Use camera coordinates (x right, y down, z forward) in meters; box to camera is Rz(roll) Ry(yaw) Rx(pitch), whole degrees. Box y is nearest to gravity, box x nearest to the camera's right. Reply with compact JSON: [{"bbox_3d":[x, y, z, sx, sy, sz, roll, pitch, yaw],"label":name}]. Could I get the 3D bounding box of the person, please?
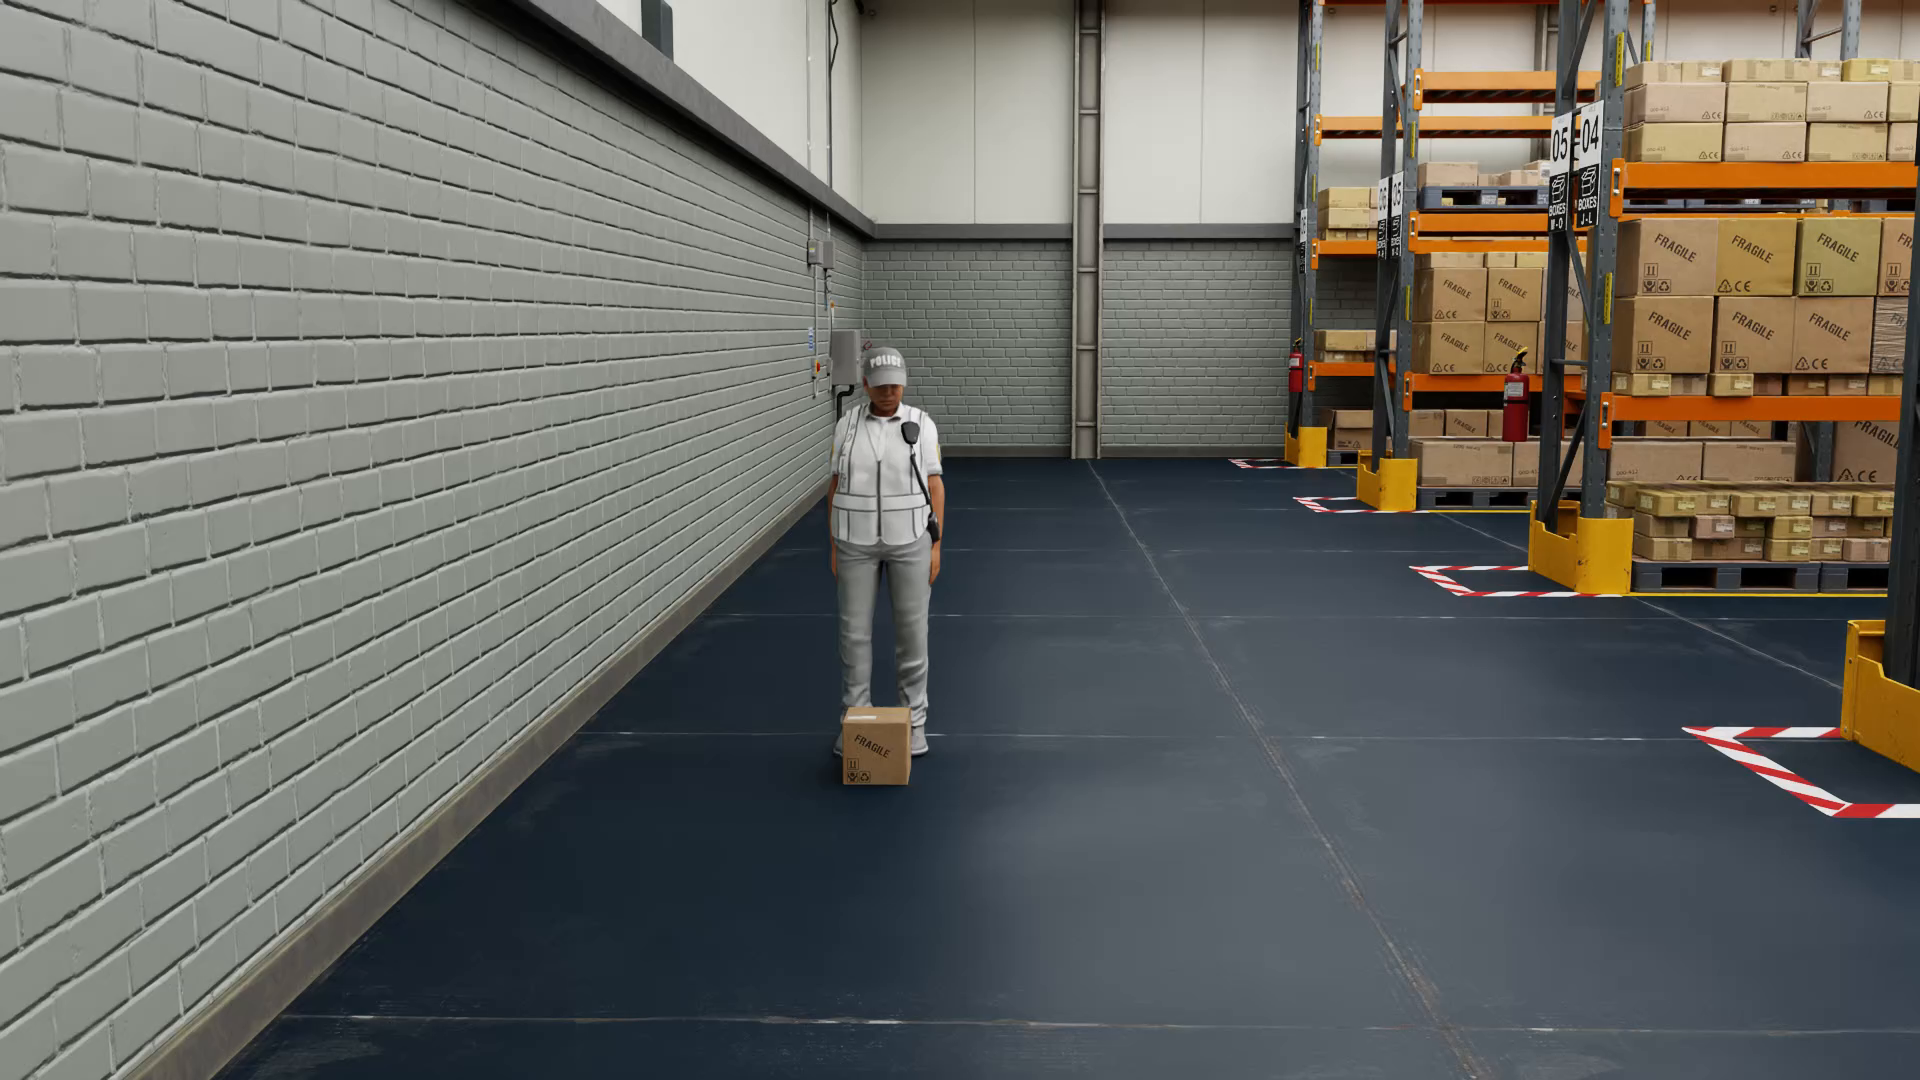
[{"bbox_3d":[-0.308,0.042,6.901,0.483,1.675,0.393,0,7,2],"label":"person"}]
